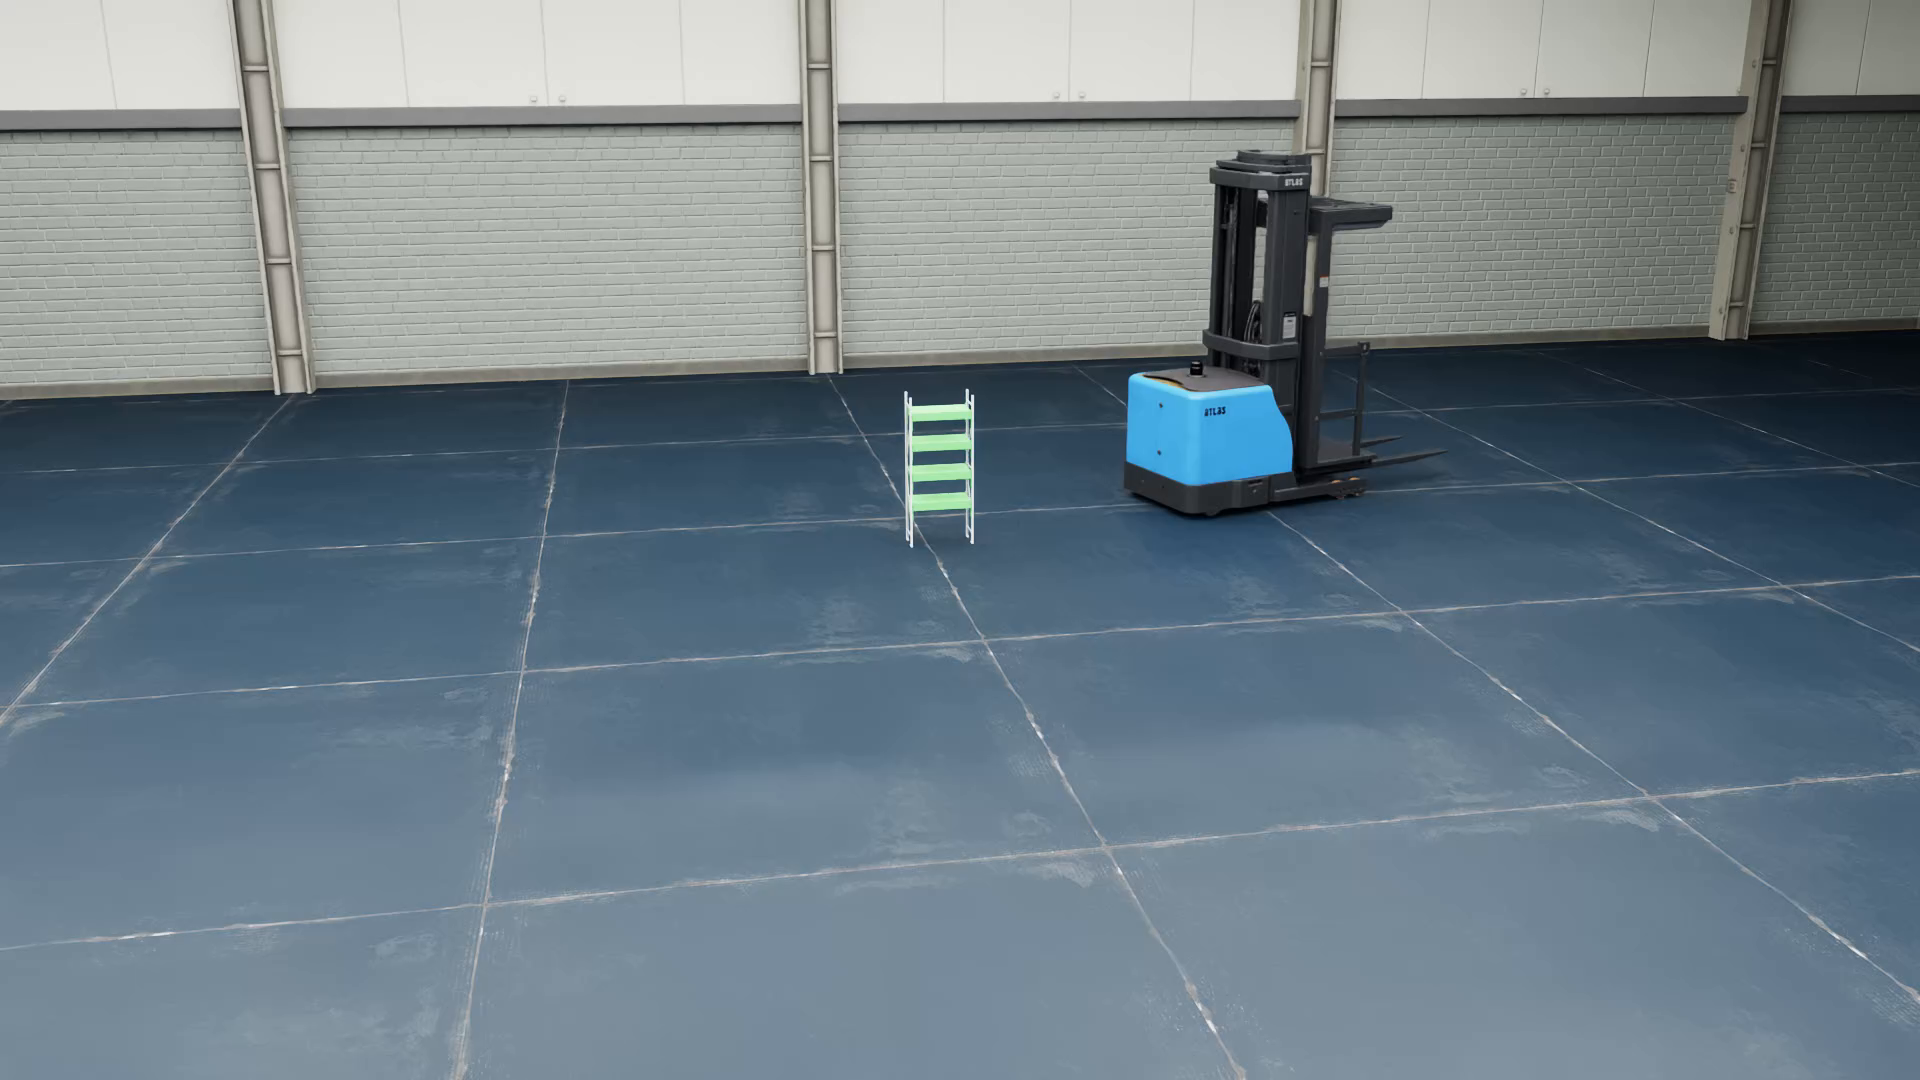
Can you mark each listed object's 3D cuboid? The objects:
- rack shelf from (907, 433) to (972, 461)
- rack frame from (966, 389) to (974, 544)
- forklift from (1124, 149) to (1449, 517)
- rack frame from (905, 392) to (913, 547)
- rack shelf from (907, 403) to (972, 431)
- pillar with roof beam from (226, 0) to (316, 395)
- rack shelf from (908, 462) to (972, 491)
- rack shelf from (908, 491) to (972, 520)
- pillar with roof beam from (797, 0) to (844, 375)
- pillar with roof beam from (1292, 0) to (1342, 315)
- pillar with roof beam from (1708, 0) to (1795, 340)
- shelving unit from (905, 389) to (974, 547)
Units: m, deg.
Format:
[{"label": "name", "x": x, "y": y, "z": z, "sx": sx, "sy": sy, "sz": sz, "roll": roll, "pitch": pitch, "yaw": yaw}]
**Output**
[{"label": "rack shelf", "x": -0.163, "y": -0.733, "z": 13.054, "sx": 0.480, "sy": 0.148, "sz": 0.258, "roll": -3, "pitch": 17, "yaw": -10}, {"label": "rack frame", "x": 0.077, "y": -0.578, "z": 13.150, "sx": 0.015, "sy": 1.200, "sz": 0.240, "roll": -3, "pitch": 17, "yaw": -10}, {"label": "forklift", "x": 2.983, "y": -1.884, "z": 14.453, "sx": 3.031, "sy": 2.935, "sz": 1.130, "roll": -9, "pitch": 19, "yaw": -27}, {"label": "rack frame", "x": -0.402, "y": -0.551, "z": 13.061, "sx": 0.015, "sy": 1.200, "sz": 0.240, "roll": -3, "pitch": 17, "yaw": -10}, {"label": "rack shelf", "x": -0.163, "y": -0.962, "z": 12.983, "sx": 0.480, "sy": 0.148, "sz": 0.258, "roll": -3, "pitch": 17, "yaw": -10}, {"label": "pillar with roof beam", "x": -6.683, "y": -4.741, "z": 13.421, "sx": 0.400, "sy": 9.000, "sz": 9.100, "roll": -3, "pitch": 17, "yaw": -10}, {"label": "rack shelf", "x": -0.163, "y": -0.503, "z": 13.124, "sx": 0.480, "sy": 0.148, "sz": 0.258, "roll": -3, "pitch": 17, "yaw": -10}, {"label": "rack shelf", "x": -0.163, "y": -0.274, "z": 13.195, "sx": 0.480, "sy": 0.148, "sz": 0.258, "roll": -3, "pitch": 17, "yaw": -10}, {"label": "pillar with roof beam", "x": -0.792, "y": -5.075, "z": 14.509, "sx": 0.400, "sy": 9.000, "sz": 9.100, "roll": -3, "pitch": 17, "yaw": -10}, {"label": "pillar with roof beam", "x": 5.099, "y": -5.409, "z": 15.597, "sx": 0.400, "sy": 9.000, "sz": 9.100, "roll": -3, "pitch": 17, "yaw": -10}, {"label": "pillar with roof beam", "x": 10.990, "y": -5.744, "z": 16.685, "sx": 0.400, "sy": 9.000, "sz": 9.100, "roll": -3, "pitch": 17, "yaw": -10}, {"label": "shelving unit", "x": -0.163, "y": -0.564, "z": 13.106, "sx": 0.503, "sy": 1.200, "sz": 0.258, "roll": -3, "pitch": 17, "yaw": -10}]
